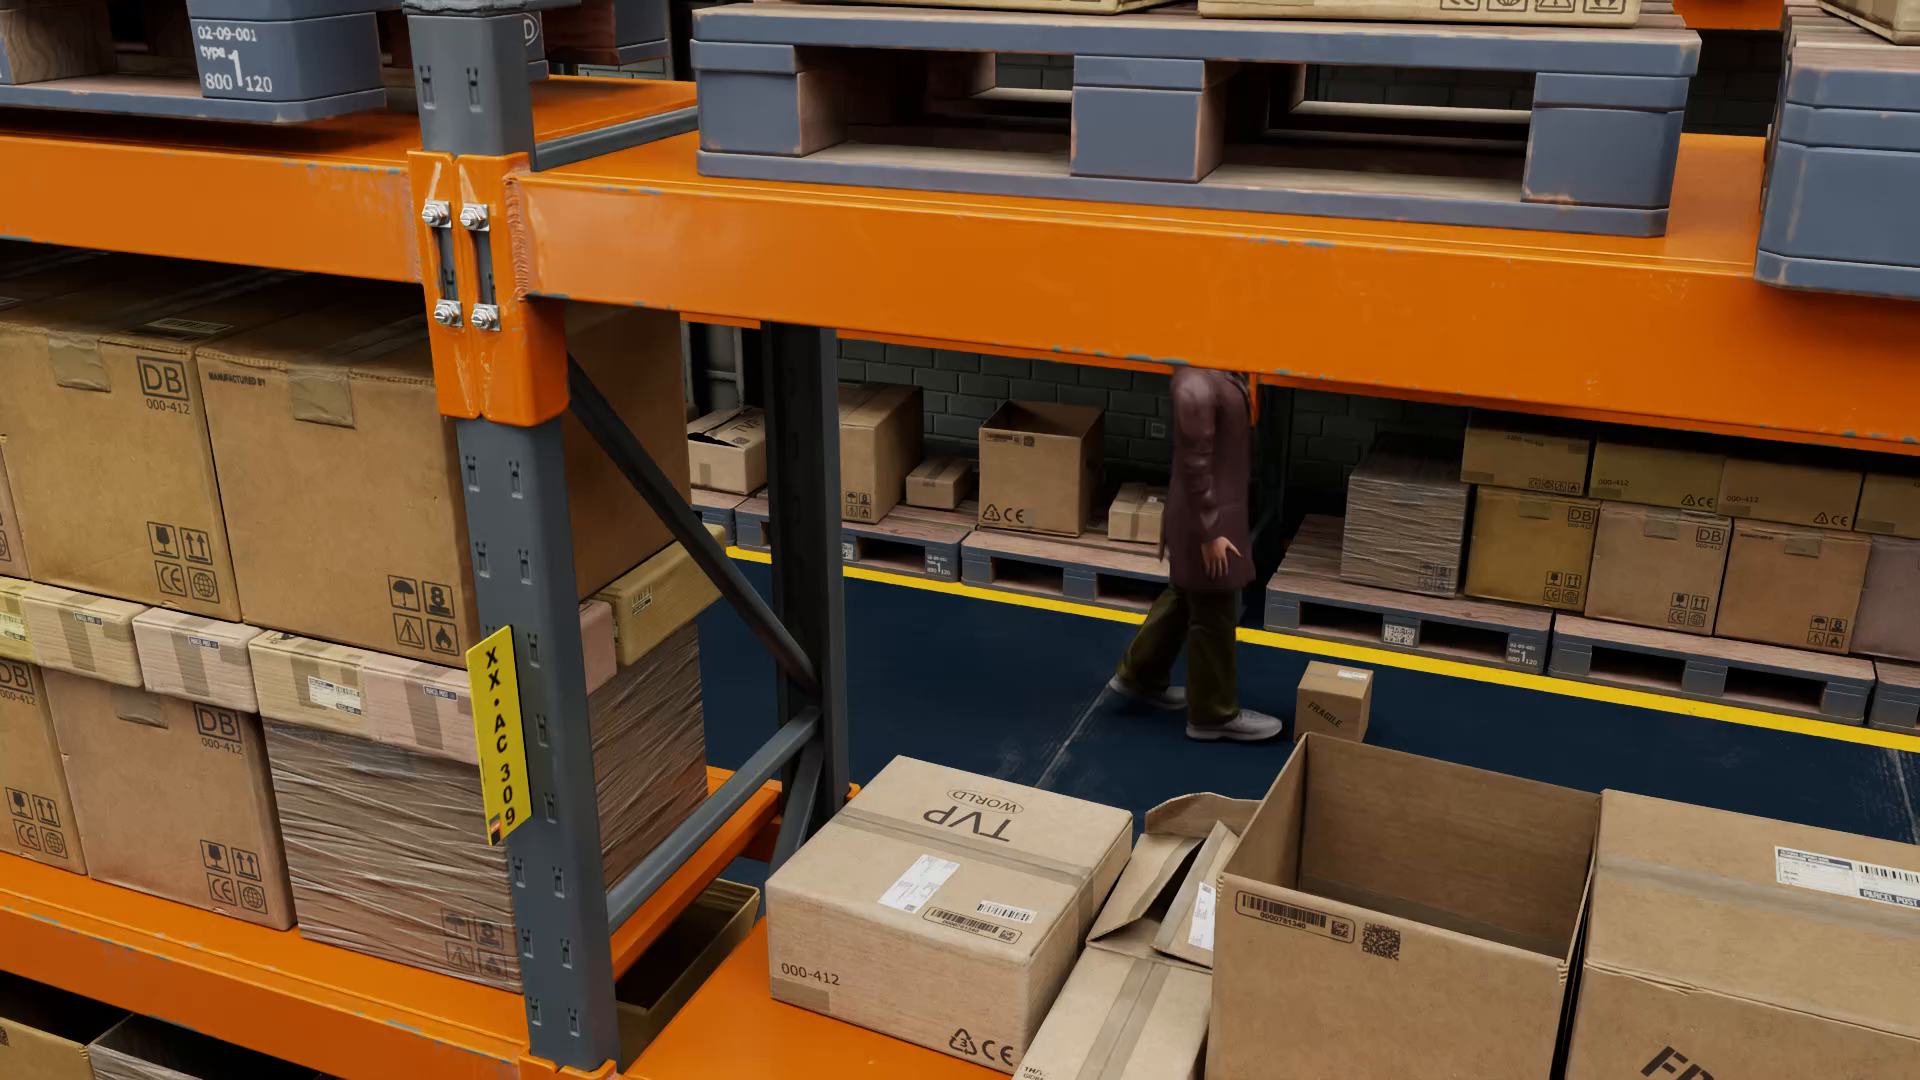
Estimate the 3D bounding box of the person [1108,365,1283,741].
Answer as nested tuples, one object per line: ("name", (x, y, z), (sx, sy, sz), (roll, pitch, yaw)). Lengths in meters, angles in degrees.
("person", (0.929, -0.081, 6.305), (0.691, 1.802, 0.618), (3, 22, 7))
